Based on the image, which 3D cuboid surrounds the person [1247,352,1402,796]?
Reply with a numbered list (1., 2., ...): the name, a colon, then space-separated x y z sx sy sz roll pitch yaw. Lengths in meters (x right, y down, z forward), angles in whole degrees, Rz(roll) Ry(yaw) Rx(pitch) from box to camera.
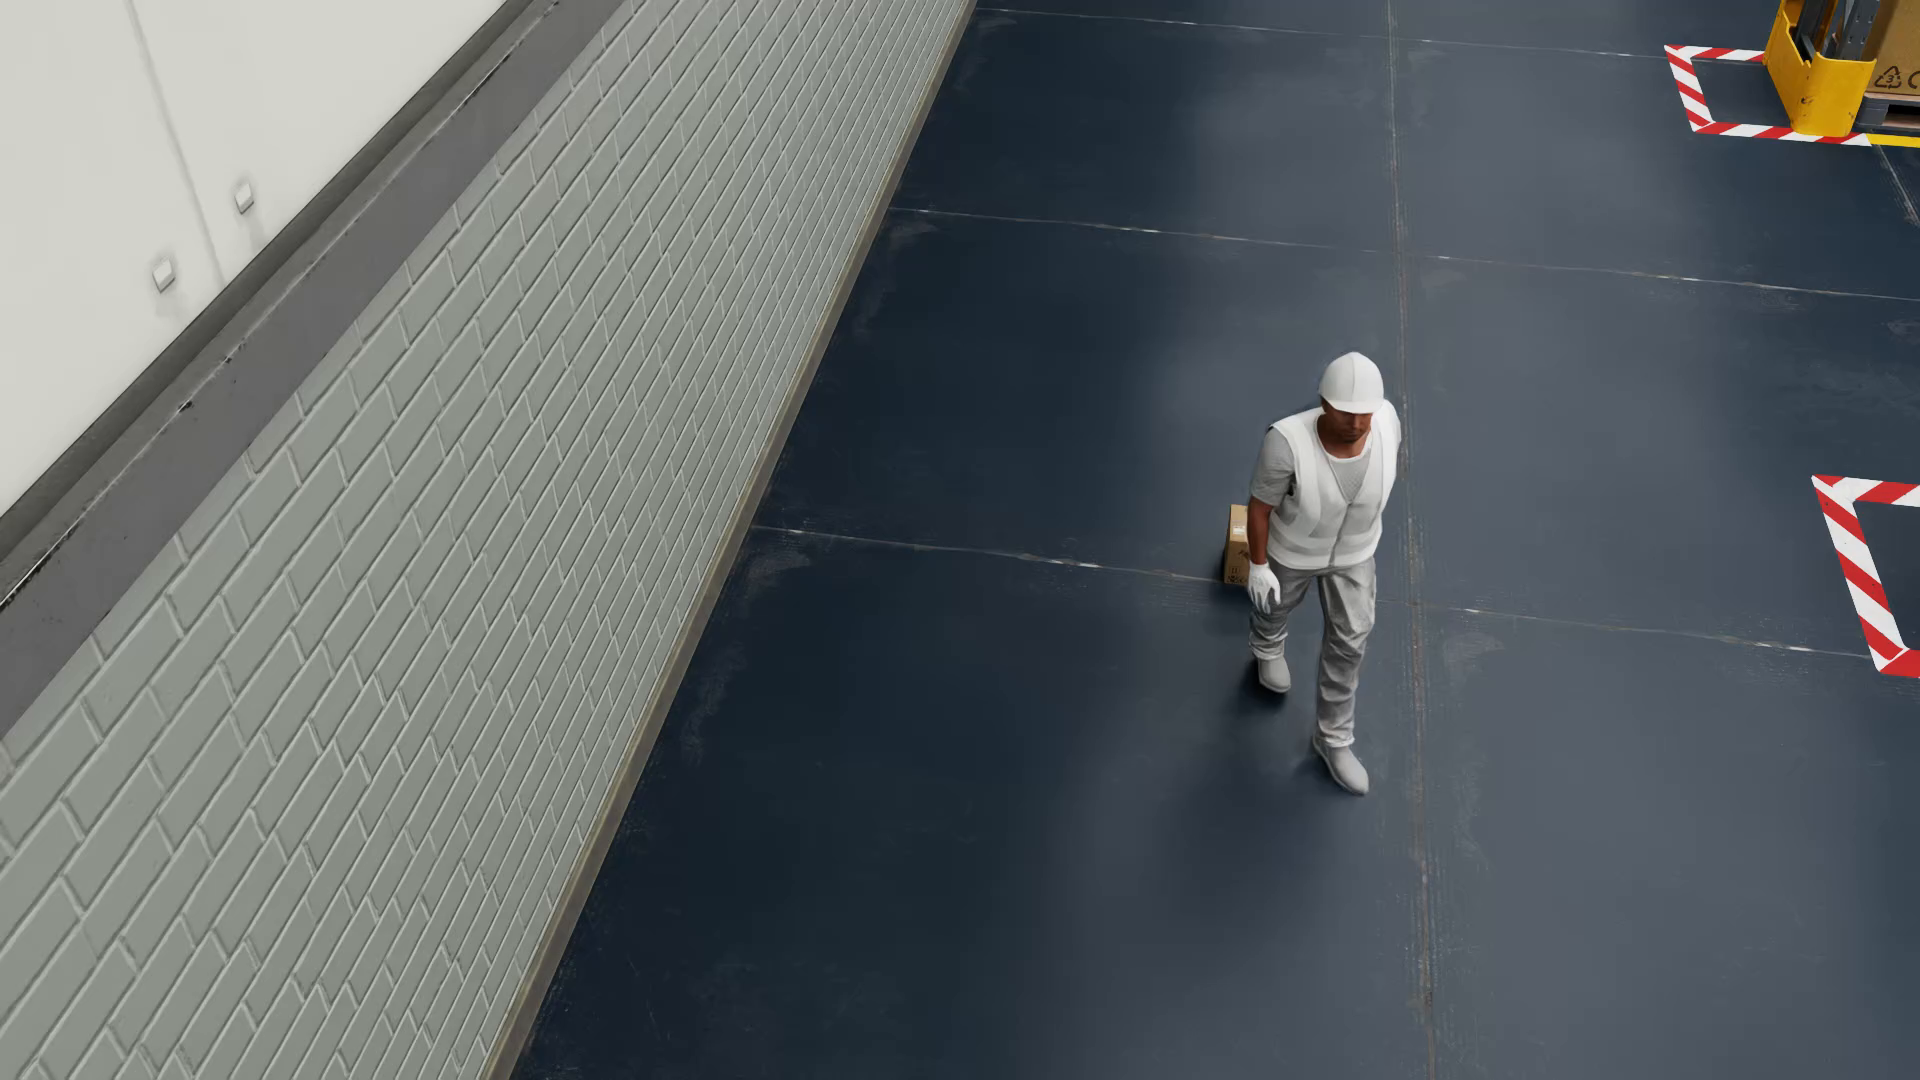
1. person: 1.315 0.053 6.080 0.592 1.770 0.819 -4 40 -4
